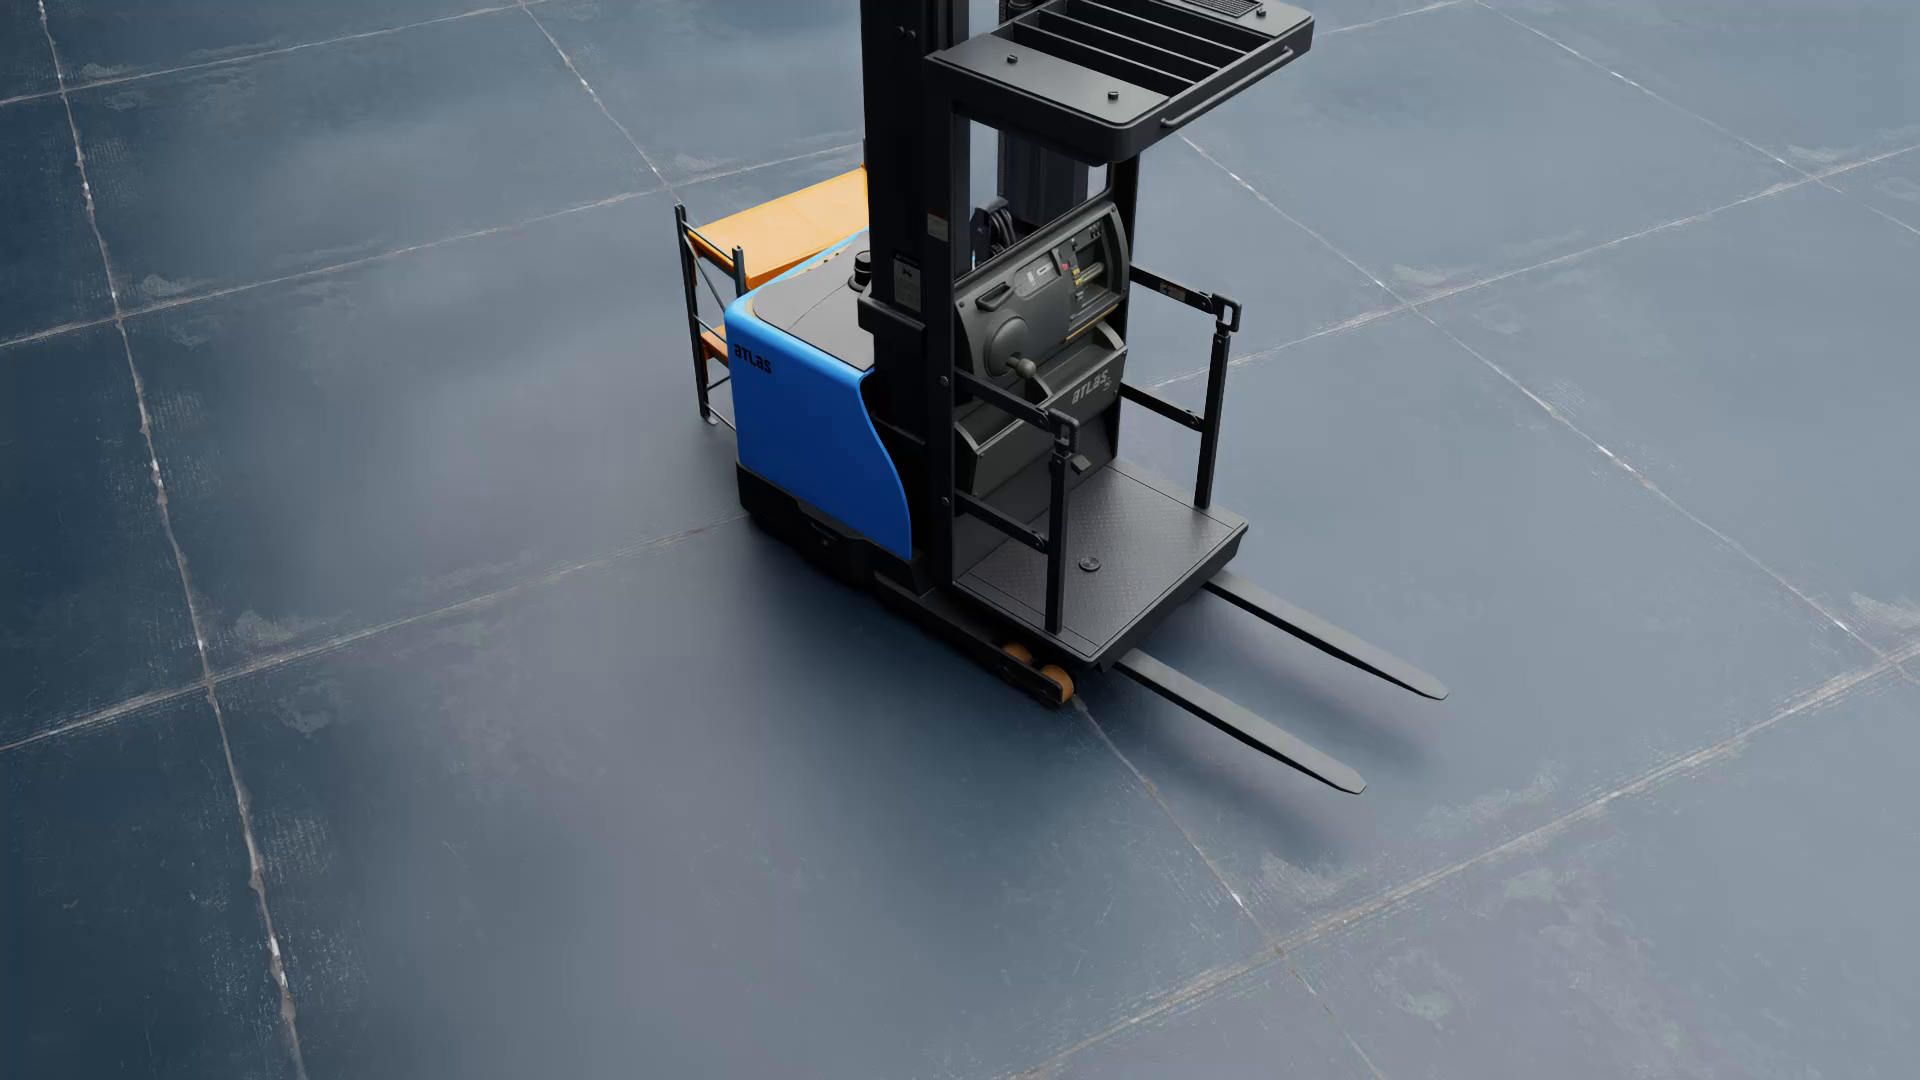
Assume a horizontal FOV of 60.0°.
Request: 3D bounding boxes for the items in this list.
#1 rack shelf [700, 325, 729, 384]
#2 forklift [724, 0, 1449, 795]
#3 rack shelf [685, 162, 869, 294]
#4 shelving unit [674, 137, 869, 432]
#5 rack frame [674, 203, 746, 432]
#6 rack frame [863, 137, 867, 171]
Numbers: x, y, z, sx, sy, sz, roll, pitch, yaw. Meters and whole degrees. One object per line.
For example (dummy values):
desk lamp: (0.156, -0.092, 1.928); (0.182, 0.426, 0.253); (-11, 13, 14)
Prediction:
rack shelf: (-0.679, -0.927, 7.853); (1.000, 0.278, 0.538); (-28, 47, -29)
forklift: (0.473, -0.855, 5.992); (3.031, 2.935, 1.130); (29, 48, 30)
rack shelf: (-0.679, -1.337, 7.506); (1.000, 0.278, 0.538); (-28, 47, -29)
shelving unit: (-0.679, -1.114, 7.695); (1.048, 1.125, 0.538); (-28, 47, -29)
rack frame: (-1.074, -0.907, 7.451); (0.032, 1.125, 0.500); (-28, 47, -29)
rack frame: (-0.283, -1.320, 7.938); (0.032, 1.125, 0.500); (-28, 47, -29)
